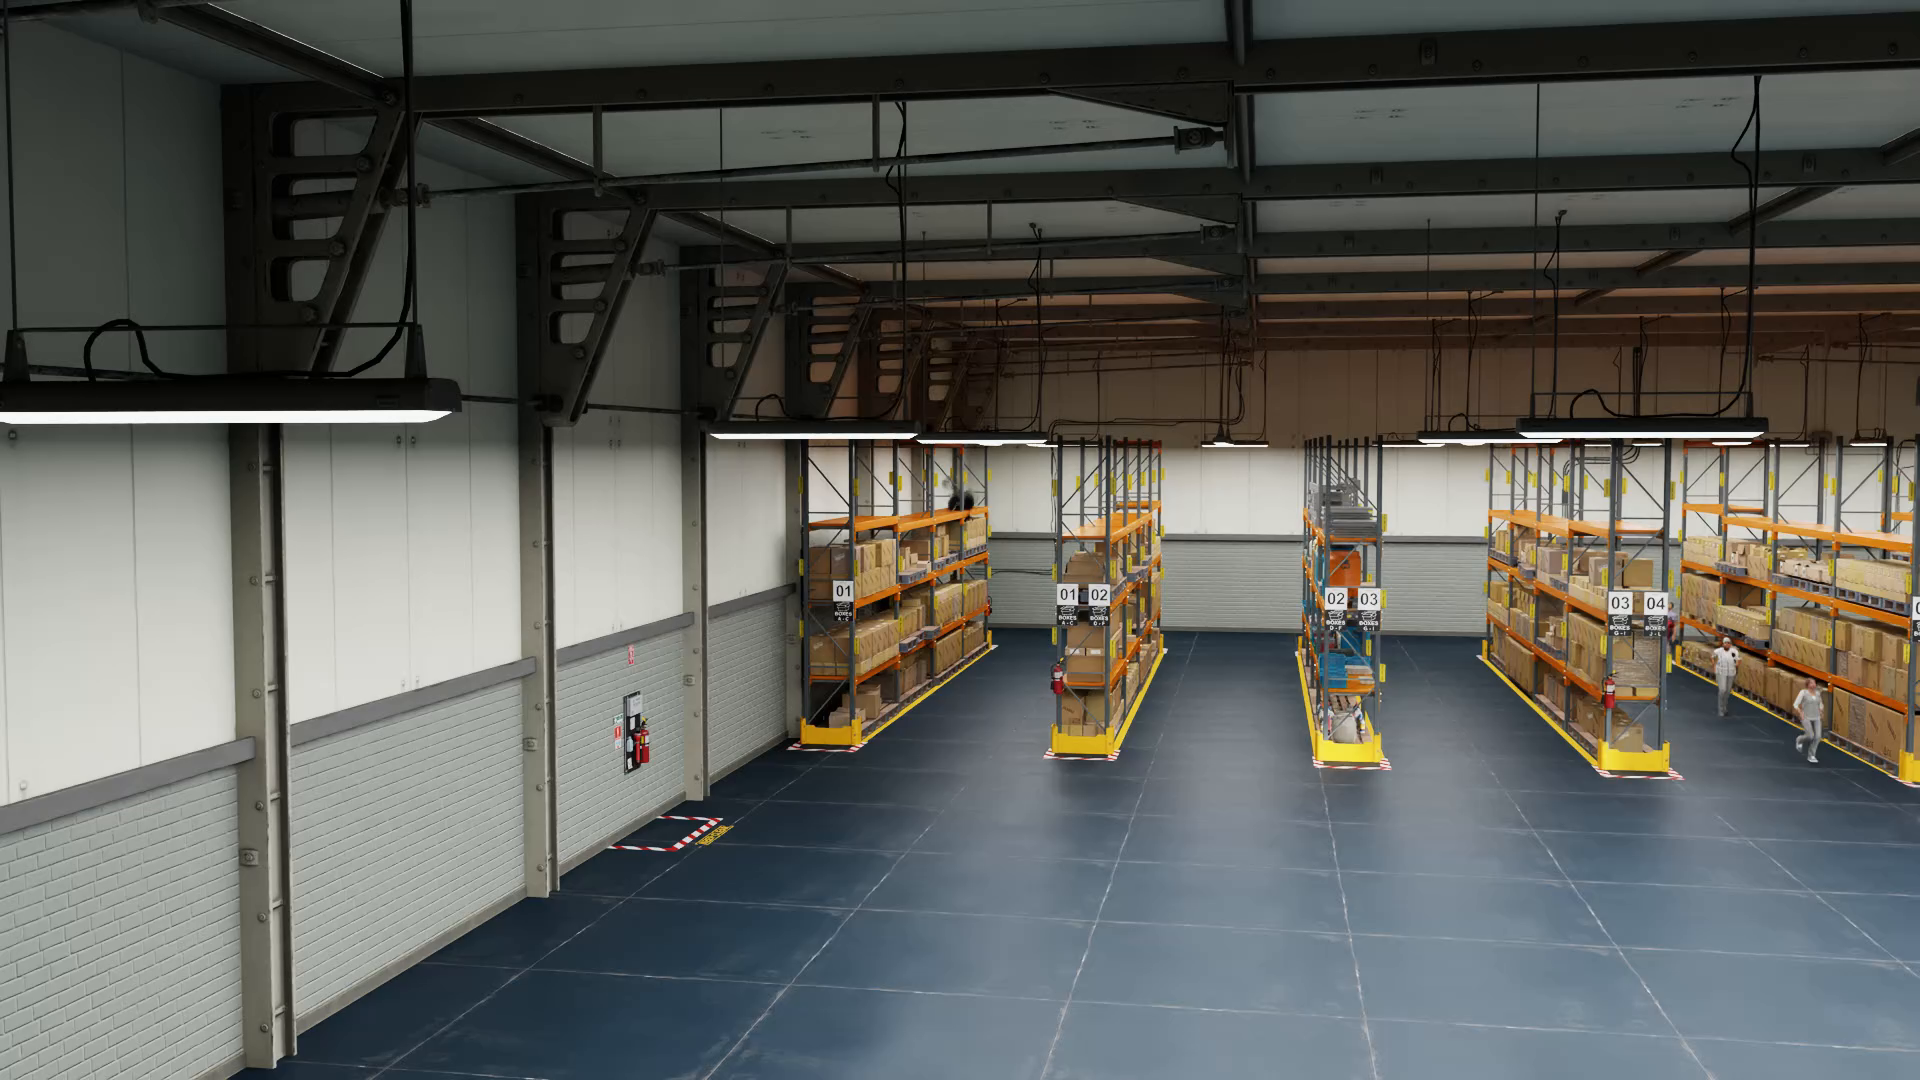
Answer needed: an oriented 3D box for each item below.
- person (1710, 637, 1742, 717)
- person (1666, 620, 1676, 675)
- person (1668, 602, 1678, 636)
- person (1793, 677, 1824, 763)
[{"bbox_3d":[16.573,2.954,35.960,0.597,1.723,0.764,1,3,9],"label":"person"},{"bbox_3d":[17.611,2.606,41.699,0.680,1.679,0.834,1,3,15],"label":"person"},{"bbox_3d":[19.303,2.479,45.599,0.494,1.563,0.672,0,3,-5],"label":"person"},{"bbox_3d":[15.632,3.293,30.580,0.527,1.542,0.560,0,3,1],"label":"person"}]
